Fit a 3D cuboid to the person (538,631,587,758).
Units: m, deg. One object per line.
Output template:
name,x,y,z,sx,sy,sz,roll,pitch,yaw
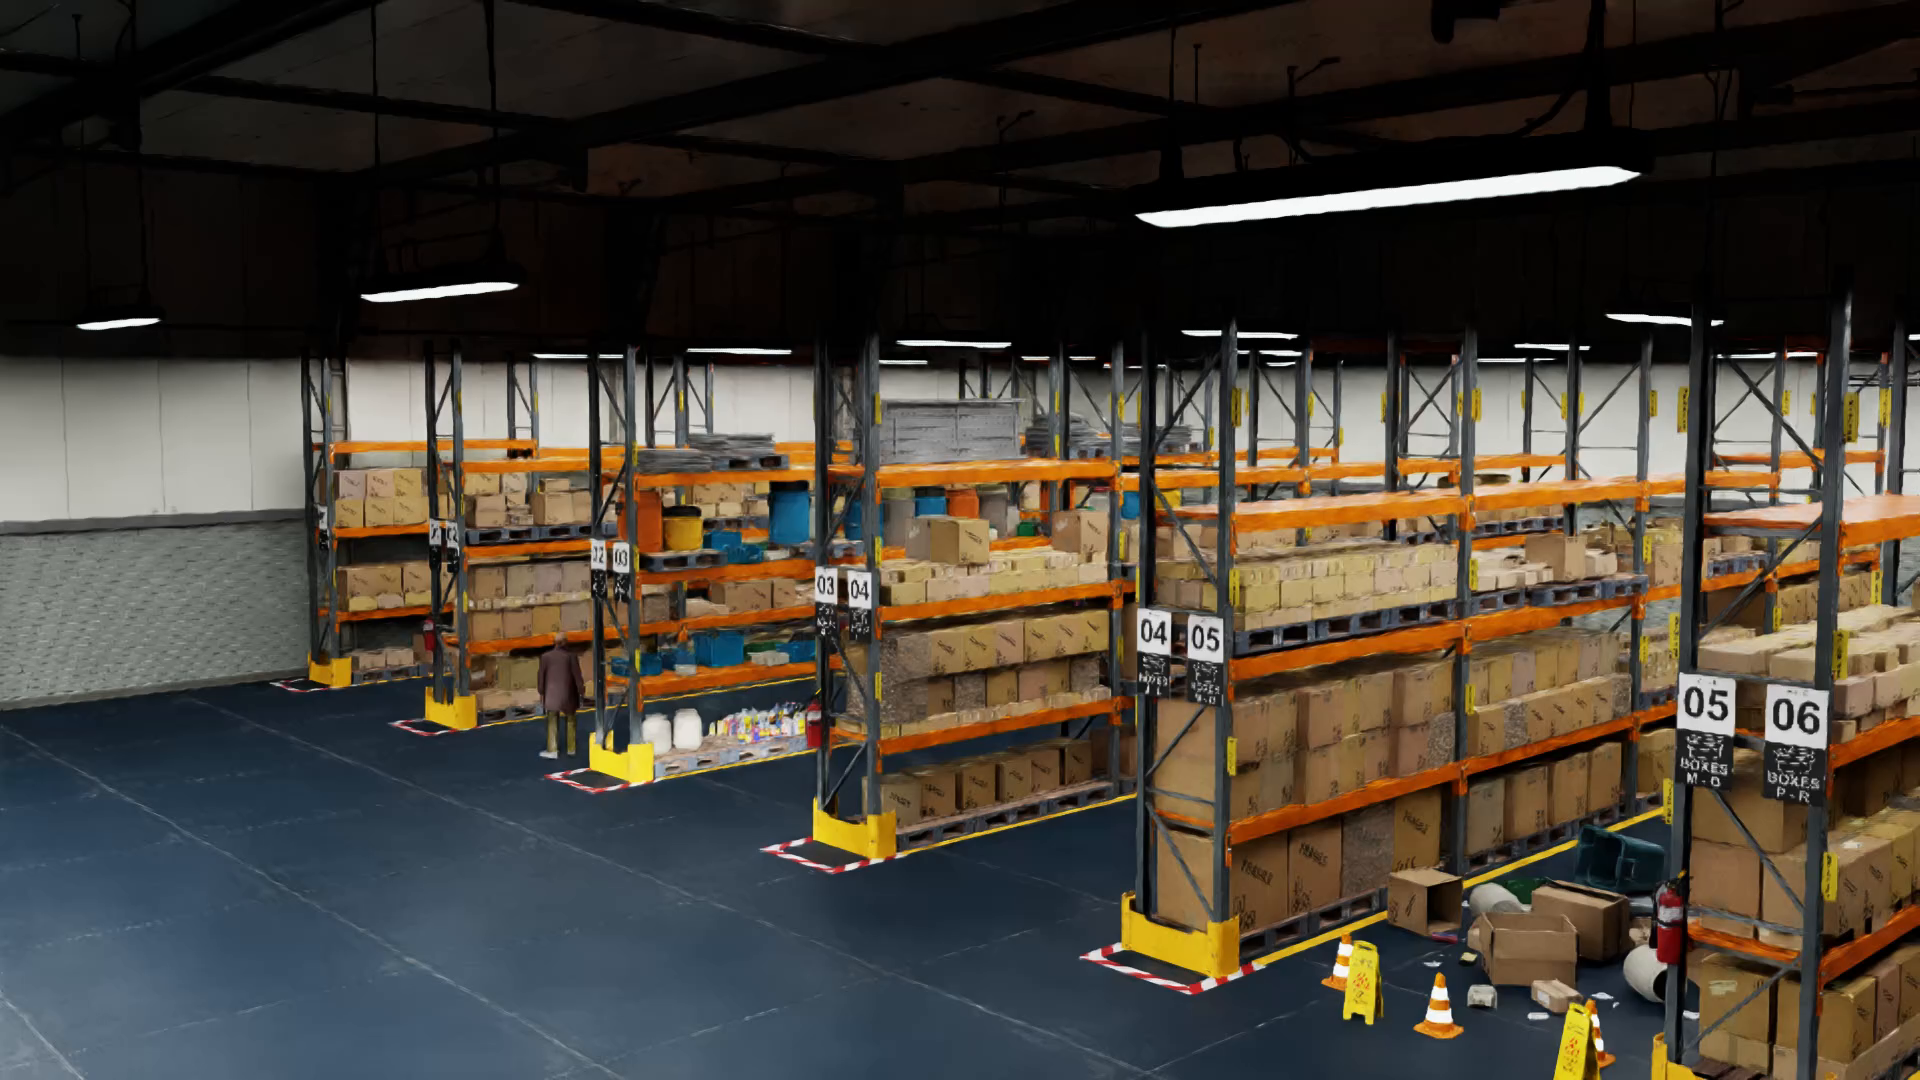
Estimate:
person,-5.666,2.178,23.677,0.677,1.775,0.636,-1,5,-11
